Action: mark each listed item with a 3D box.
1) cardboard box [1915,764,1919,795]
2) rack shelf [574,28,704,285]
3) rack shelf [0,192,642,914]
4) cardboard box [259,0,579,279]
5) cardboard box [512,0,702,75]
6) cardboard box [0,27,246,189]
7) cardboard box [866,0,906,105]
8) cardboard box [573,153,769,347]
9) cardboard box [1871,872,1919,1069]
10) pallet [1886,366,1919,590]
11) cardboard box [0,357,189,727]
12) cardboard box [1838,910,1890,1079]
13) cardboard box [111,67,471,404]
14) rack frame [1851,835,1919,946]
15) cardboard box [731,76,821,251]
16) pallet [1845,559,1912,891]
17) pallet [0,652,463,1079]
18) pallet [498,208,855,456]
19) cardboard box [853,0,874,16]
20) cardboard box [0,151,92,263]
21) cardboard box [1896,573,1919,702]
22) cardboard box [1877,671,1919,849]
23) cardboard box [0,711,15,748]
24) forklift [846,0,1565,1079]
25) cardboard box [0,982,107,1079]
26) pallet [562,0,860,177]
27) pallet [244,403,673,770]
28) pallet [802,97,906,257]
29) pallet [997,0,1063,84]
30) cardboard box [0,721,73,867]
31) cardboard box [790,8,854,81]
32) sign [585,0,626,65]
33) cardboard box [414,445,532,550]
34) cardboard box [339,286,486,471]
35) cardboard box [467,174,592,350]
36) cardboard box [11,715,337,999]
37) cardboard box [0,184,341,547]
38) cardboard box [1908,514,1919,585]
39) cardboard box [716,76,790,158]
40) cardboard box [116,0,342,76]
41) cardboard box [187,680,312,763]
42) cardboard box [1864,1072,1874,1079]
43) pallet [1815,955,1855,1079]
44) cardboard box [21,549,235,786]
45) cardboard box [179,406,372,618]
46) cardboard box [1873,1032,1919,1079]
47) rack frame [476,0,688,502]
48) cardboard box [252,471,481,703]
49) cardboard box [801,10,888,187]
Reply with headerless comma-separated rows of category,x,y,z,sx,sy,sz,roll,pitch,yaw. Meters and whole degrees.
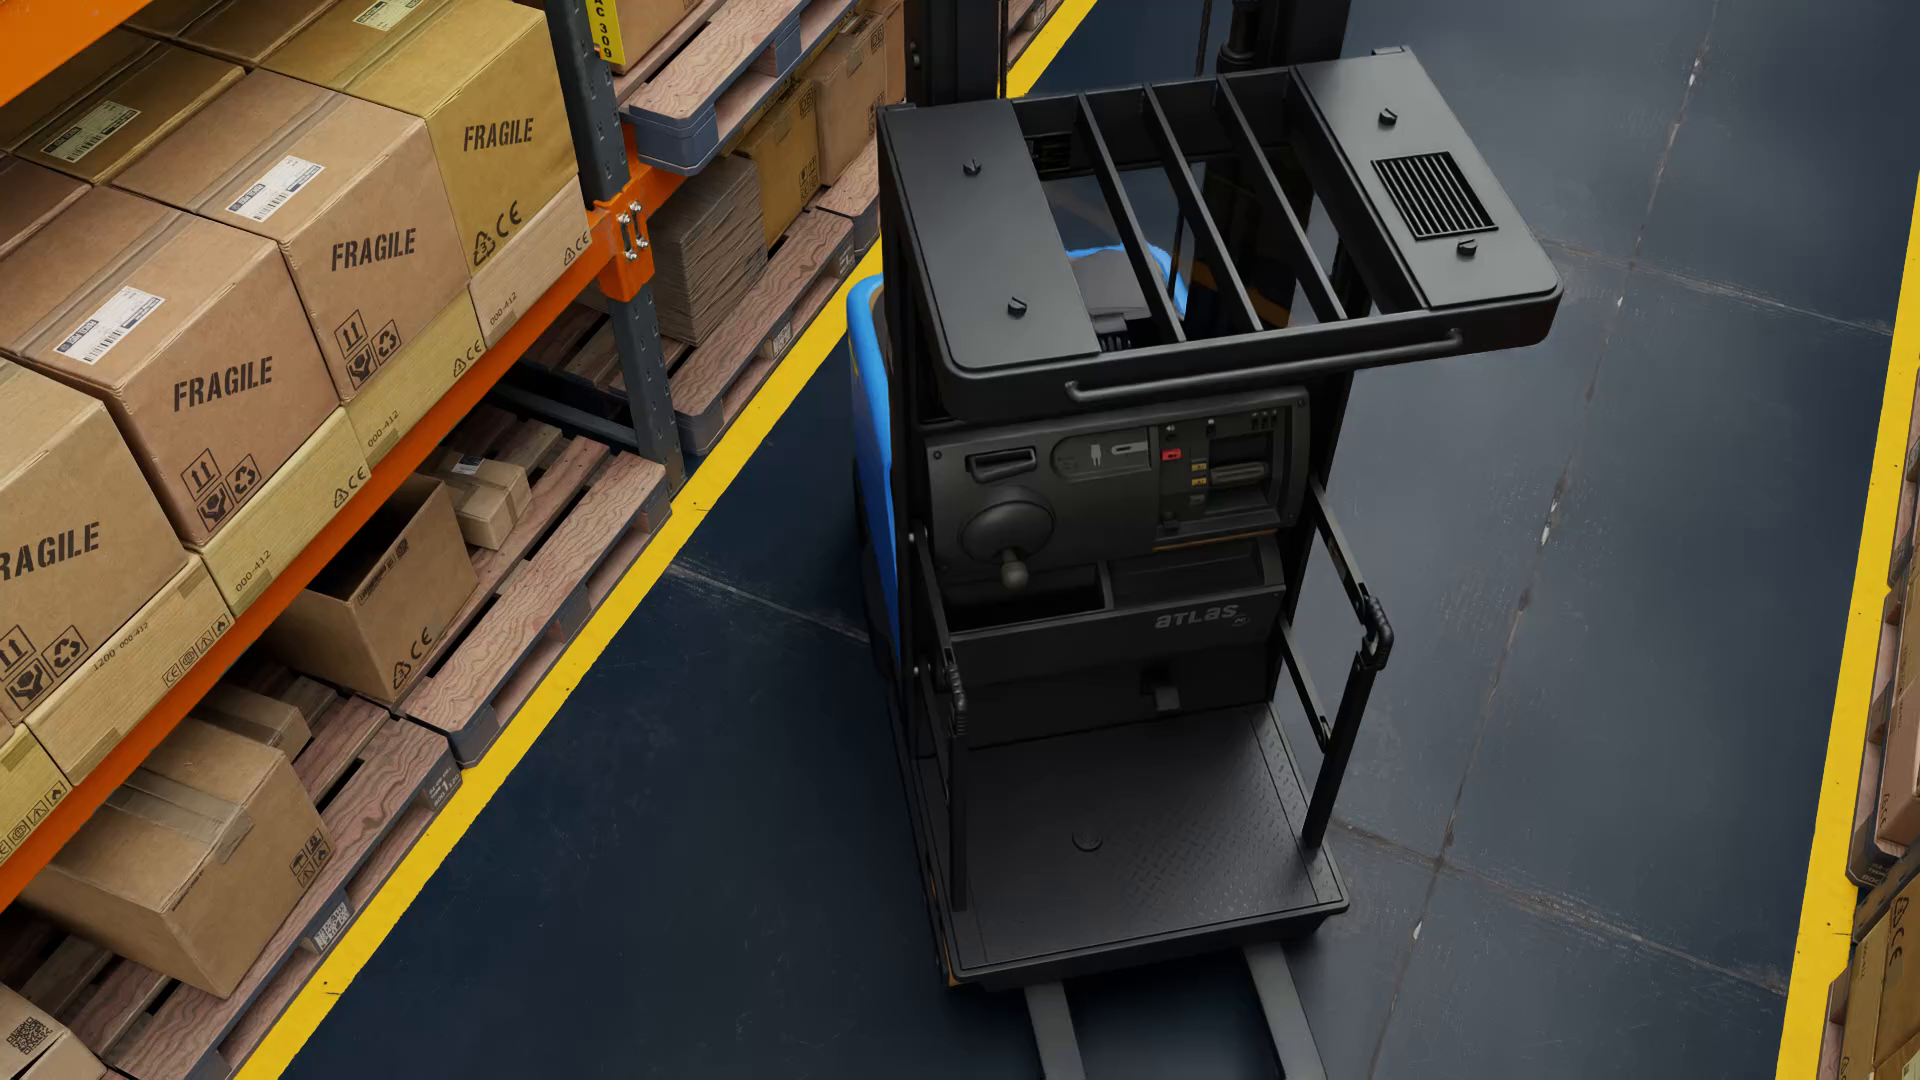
cardboard box,2.945,0.506,4.512,0.500,0.311,0.500,20,52,16
rack shelf,-0.595,-2.449,6.336,1.077,0.370,4.000,20,52,16
rack shelf,-2.304,0.306,3.993,1.077,0.370,4.000,20,52,16
cardboard box,-1.372,-1.079,4.292,0.500,0.500,0.500,20,52,16
cardboard box,-1.201,-1.819,4.974,0.700,0.500,0.500,20,52,16
cardboard box,-2.064,-0.895,4.135,0.500,0.500,0.500,20,52,16
cardboard box,-0.513,-2.210,7.014,0.700,0.500,0.500,20,52,16
cardboard box,-1.150,-1.149,6.111,0.700,0.500,0.500,21,53,17
cardboard box,2.550,1.034,3.938,0.500,0.500,0.500,20,52,16
pallet,3.830,-0.155,5.743,1.003,0.211,1.213,20,52,16
cardboard box,-2.026,-0.032,3.401,0.500,0.500,0.500,21,53,17
cardboard box,2.559,1.280,4.221,0.500,0.250,0.500,20,52,16
cardboard box,-1.580,-0.734,3.998,0.500,0.500,0.500,20,52,16
rack frame,3.031,0.305,3.521,1.000,3.000,0.127,20,52,16
cardboard box,-0.975,-1.522,6.428,0.700,0.500,0.500,19,52,15
pallet,3.310,0.688,5.026,1.003,0.211,1.213,20,52,16
pallet,-2.224,0.916,4.832,1.003,0.211,1.213,20,52,16
pallet,-1.118,-0.938,6.409,1.003,0.211,1.213,20,52,16
cardboard box,-0.517,-2.394,6.677,0.500,0.250,0.500,20,52,16
cardboard box,-2.281,-0.553,3.844,0.500,0.500,0.500,21,53,17
cardboard box,3.164,0.332,5.028,0.500,0.250,0.500,19,52,16
cardboard box,2.946,0.680,4.732,0.500,0.250,0.500,19,52,16
cardboard box,-2.236,0.327,3.095,0.500,0.500,0.500,18,52,15
forklift,0.428,-0.017,3.840,1.130,2.935,3.031,-8,50,-7
cardboard box,-2.538,1.339,4.118,0.500,0.311,0.500,24,54,19
pallet,-0.991,-1.721,5.371,1.003,0.211,1.213,20,52,16
pallet,-1.704,0.073,5.549,1.003,0.211,1.213,20,52,16
pallet,-0.598,-1.781,7.127,1.003,0.211,1.213,20,52,16
pallet,-0.076,-2.618,7.839,1.003,0.211,1.213,20,52,16
cardboard box,-2.231,0.548,3.399,0.500,0.250,0.500,19,52,16
cardboard box,-0.746,-2.056,6.390,0.500,0.250,0.500,18,52,15
sign,-0.956,-1.414,4.415,0.100,0.325,0.005,20,52,16
cardboard box,-1.651,-0.151,5.480,0.380,0.166,0.250,14,51,11
cardboard box,-1.598,-0.497,4.289,0.500,0.250,0.500,20,52,16
cardboard box,-1.378,-0.838,4.579,0.500,0.250,0.500,20,52,16
cardboard box,-2.179,0.789,4.462,0.700,0.500,0.500,17,52,14
cardboard box,-1.805,-0.390,3.706,0.500,0.500,0.500,18,52,15
cardboard box,3.382,-0.020,5.328,0.500,0.250,0.500,21,53,17
cardboard box,-0.965,-1.697,6.084,0.500,0.250,0.500,19,52,15
cardboard box,-1.839,-1.250,4.437,0.500,0.500,0.500,19,52,15
cardboard box,-2.151,0.572,4.877,0.380,0.149,0.250,16,51,13
cardboard box,2.341,1.623,3.929,0.500,0.250,0.500,20,52,16
pallet,2.653,1.742,4.129,1.003,0.211,1.213,20,52,16
cardboard box,-2.013,0.201,3.695,0.500,0.250,0.500,20,53,16
cardboard box,-1.799,-0.146,3.990,0.500,0.250,0.500,20,52,16
cardboard box,2.343,1.381,3.643,0.500,0.500,0.500,20,52,16
rack frame,-1.450,-1.305,4.891,1.000,3.000,0.127,20,52,16
cardboard box,-1.857,0.091,5.056,0.500,0.500,0.500,16,52,13
cardboard box,-0.720,-1.860,6.715,0.700,0.500,0.500,20,53,16
